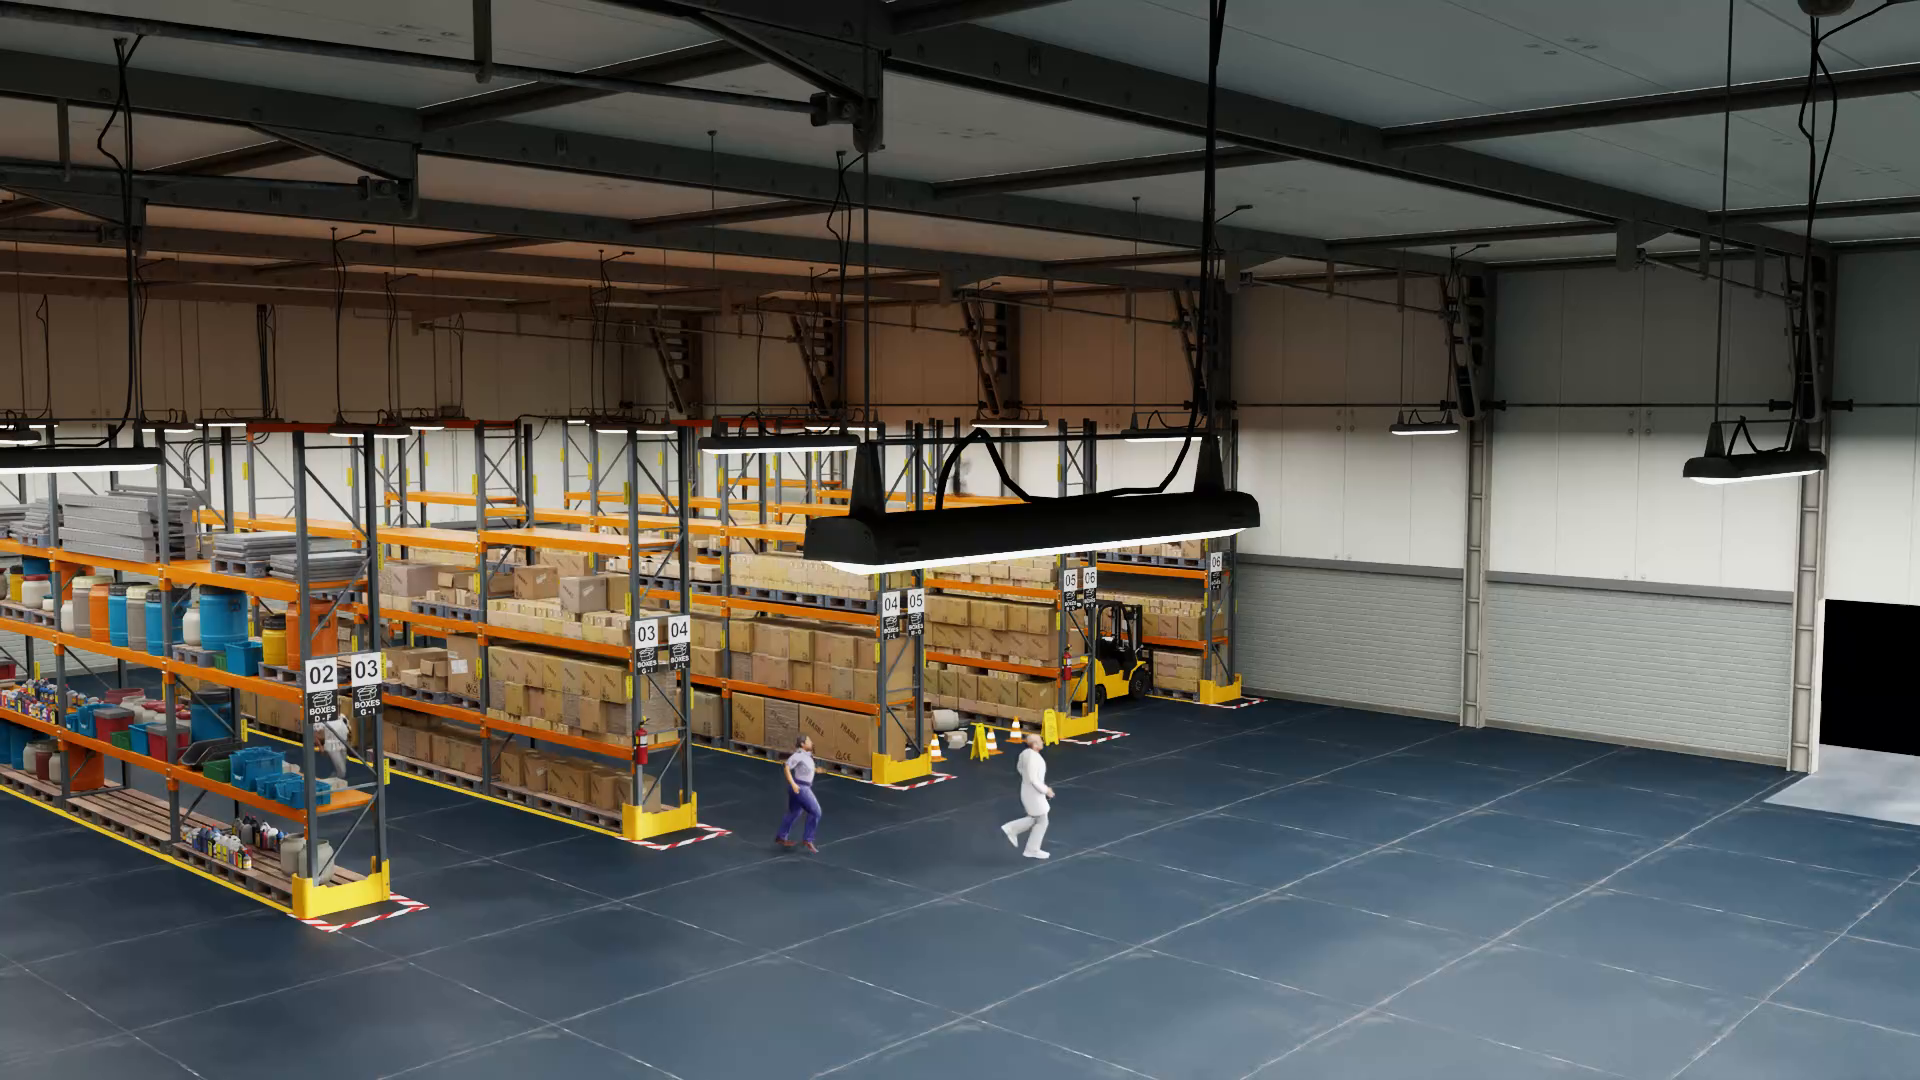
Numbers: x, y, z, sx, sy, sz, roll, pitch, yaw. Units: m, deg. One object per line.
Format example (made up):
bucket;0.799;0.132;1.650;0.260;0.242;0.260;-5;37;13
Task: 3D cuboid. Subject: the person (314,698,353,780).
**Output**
person;-9.839;3.350;26.254;0.705;1.728;0.542;2;5;27

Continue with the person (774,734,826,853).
person;-2.276;3.592;23.623;0.746;1.700;0.595;-1;5;-7

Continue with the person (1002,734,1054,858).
person;0.939;3.571;23.203;0.716;1.757;0.712;-1;5;-10

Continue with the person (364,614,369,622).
person;-14.030;2.311;38.953;0.689;1.692;0.526;3;5;31
